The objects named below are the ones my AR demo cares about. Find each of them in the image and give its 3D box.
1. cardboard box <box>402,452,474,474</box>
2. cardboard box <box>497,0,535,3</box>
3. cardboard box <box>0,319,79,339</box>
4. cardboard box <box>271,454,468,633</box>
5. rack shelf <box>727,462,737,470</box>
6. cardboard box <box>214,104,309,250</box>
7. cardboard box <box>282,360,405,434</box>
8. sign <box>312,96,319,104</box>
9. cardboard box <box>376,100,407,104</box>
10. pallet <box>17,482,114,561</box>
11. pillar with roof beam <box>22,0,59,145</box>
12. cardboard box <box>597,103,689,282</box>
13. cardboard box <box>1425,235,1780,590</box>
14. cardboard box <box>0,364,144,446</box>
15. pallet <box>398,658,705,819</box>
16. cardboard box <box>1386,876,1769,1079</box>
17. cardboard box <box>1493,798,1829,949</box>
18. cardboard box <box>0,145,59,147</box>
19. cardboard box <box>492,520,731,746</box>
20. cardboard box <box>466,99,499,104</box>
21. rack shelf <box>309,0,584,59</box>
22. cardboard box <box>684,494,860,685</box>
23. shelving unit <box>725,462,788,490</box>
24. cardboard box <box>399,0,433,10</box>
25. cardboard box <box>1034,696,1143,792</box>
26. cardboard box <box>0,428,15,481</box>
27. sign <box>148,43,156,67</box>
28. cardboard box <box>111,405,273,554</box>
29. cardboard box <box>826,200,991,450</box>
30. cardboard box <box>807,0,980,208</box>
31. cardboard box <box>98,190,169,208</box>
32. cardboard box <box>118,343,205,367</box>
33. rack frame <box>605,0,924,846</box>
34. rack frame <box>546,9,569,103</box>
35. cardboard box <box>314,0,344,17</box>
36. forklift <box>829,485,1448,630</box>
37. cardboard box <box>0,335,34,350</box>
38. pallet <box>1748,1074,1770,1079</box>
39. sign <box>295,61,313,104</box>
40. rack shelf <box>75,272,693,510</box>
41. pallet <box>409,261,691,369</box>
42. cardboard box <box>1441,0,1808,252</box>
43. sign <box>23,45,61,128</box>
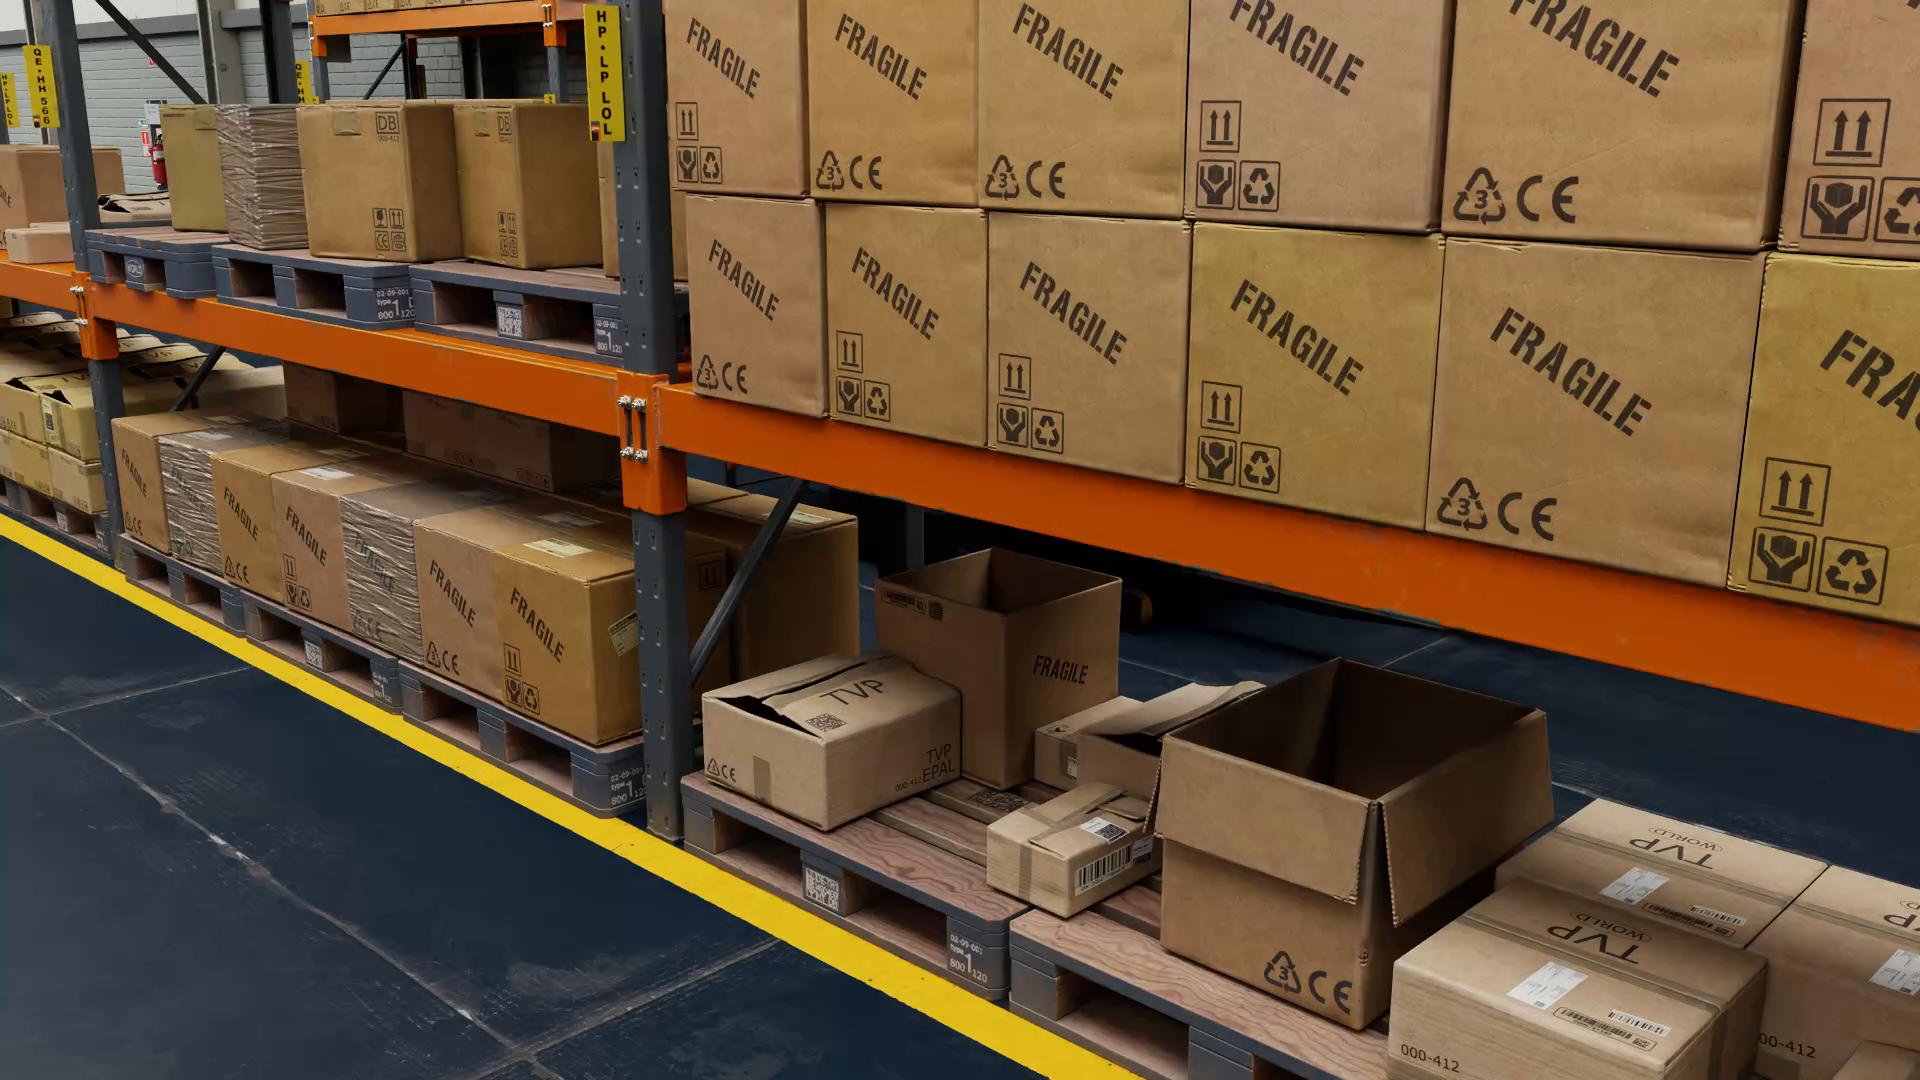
[{"bbox_3d":[-1.788,-0.099,6.448,0.500,0.500,0.500,13,19,40],"label":"cardboard box"},{"bbox_3d":[-3.360,-4.551,13.264,0.500,0.500,0.500,-14,20,-43],"label":"cardboard box"},{"bbox_3d":[-5.389,-1.133,9.841,0.500,0.311,0.500,-14,20,-43],"label":"cardboard box"},{"bbox_3d":[-2.132,0.000,6.068,0.500,0.500,0.500,13,19,40],"label":"cardboard box"},{"bbox_3d":[-0.669,-0.464,8.451,1.000,0.278,0.538,13,20,41],"label":"rack shelf"},{"bbox_3d":[-2.322,-1.365,6.191,0.700,0.500,0.500,-10,18,-34],"label":"cardboard box"},{"bbox_3d":[-2.499,-0.634,7.014,0.500,0.250,0.500,-14,20,-42],"label":"cardboard box"},{"bbox_3d":[-6.079,-4.018,15.688,0.005,0.325,0.100,14,20,42],"label":"sign"},{"bbox_3d":[-4.851,-3.680,14.877,0.500,0.500,0.500,13,19,40],"label":"cardboard box"},{"bbox_3d":[-3.945,-0.200,8.280,1.213,0.211,1.003,14,20,42],"label":"pallet"},{"bbox_3d":[-16.225,-7.954,20.612,0.400,9.000,9.100,14,20,42],"label":"pillar with roof beam"},{"bbox_3d":[-0.685,-1.073,5.070,0.500,0.500,0.700,7,16,24],"label":"cardboard box"},{"bbox_3d":[1.137,-0.254,2.759,0.500,0.500,0.500,14,20,43],"label":"cardboard box"},{"bbox_3d":[-4.306,-0.679,8.096,0.500,0.311,0.500,13,20,41],"label":"cardboard box"},{"bbox_3d":[-1.111,0.516,5.533,1.213,0.211,1.003,14,20,42],"label":"pallet"},{"bbox_3d":[1.155,0.898,3.119,0.500,0.250,0.500,14,20,42],"label":"cardboard box"},{"bbox_3d":[1.466,0.798,3.501,0.500,0.250,0.500,14,20,42],"label":"cardboard box"},{"bbox_3d":[-4.977,-1.829,8.805,0.500,0.500,0.500,14,20,42],"label":"cardboard box"},{"bbox_3d":[-1.054,0.264,5.053,0.500,0.500,0.500,14,20,42],"label":"cardboard box"},{"bbox_3d":[-3.741,-3.411,13.844,0.500,0.500,0.500,14,20,42],"label":"cardboard box"},{"bbox_3d":[-4.263,-4.451,14.544,4.000,0.370,1.077,14,20,42],"label":"rack shelf"},{"bbox_3d":[-0.679,0.170,5.416,0.500,0.500,0.500,13,19,40],"label":"cardboard box"},{"bbox_3d":[-0.669,-0.700,8.389,1.048,1.125,0.538,13,20,41],"label":"shelving unit"},{"bbox_3d":[-4.496,-4.823,14.307,0.500,0.500,0.500,-13,19,-41],"label":"cardboard box"},{"bbox_3d":[0.419,0.572,4.571,0.250,0.149,0.380,14,20,42],"label":"cardboard box"},{"bbox_3d":[-4.661,-0.497,8.509,0.500,0.250,0.500,-14,20,-43],"label":"cardboard box"},{"bbox_3d":[-10.606,-6.363,21.807,0.199,0.298,0.001,14,20,42],"label":"sign"},{"bbox_3d":[-3.250,-0.270,7.103,0.500,0.500,0.500,-13,20,-42],"label":"cardboard box"},{"bbox_3d":[0.049,-0.519,3.775,0.500,0.500,0.500,14,20,43],"label":"cardboard box"},{"bbox_3d":[0.016,-1.006,3.664,0.500,0.500,0.500,13,19,40],"label":"cardboard box"},{"bbox_3d":[-3.888,-1.547,8.095,0.500,0.311,0.500,13,20,42],"label":"cardboard box"},{"bbox_3d":[-4.302,-0.867,8.819,0.500,0.311,0.500,13,19,41],"label":"cardboard box"},{"bbox_3d":[-0.500,-0.698,4.662,0.127,3.000,1.000,14,20,42],"label":"rack frame"},{"bbox_3d":[-2.823,-2.998,13.489,0.127,3.000,1.000,14,20,42],"label":"rack frame"},{"bbox_3d":[-5.635,-5.104,15.383,0.500,0.500,0.500,-14,20,-43],"label":"cardboard box"},{"bbox_3d":[0.814,-1.211,6.768,3.031,2.935,1.130,13,20,41],"label":"forklift"},{"bbox_3d":[-5.404,-0.946,9.120,0.500,0.311,0.500,13,19,40],"label":"cardboard box"},{"bbox_3d":[1.751,1.199,2.913,1.213,0.211,1.003,14,20,42],"label":"pallet"},{"bbox_3d":[-3.009,-2.020,7.597,0.005,0.325,0.100,14,20,42],"label":"sign"},{"bbox_3d":[-1.939,-0.700,6.096,4.000,0.370,1.077,14,20,42],"label":"rack shelf"},{"bbox_3d":[-0.999,-0.765,5.299,1.213,0.211,1.003,14,20,42],"label":"pallet"},{"bbox_3d":[1.128,-0.736,2.628,0.500,0.500,0.500,-14,20,-43],"label":"cardboard box"},{"bbox_3d":[-3.762,-1.857,6.814,0.005,0.325,0.100,14,20,42],"label":"sign"}]
